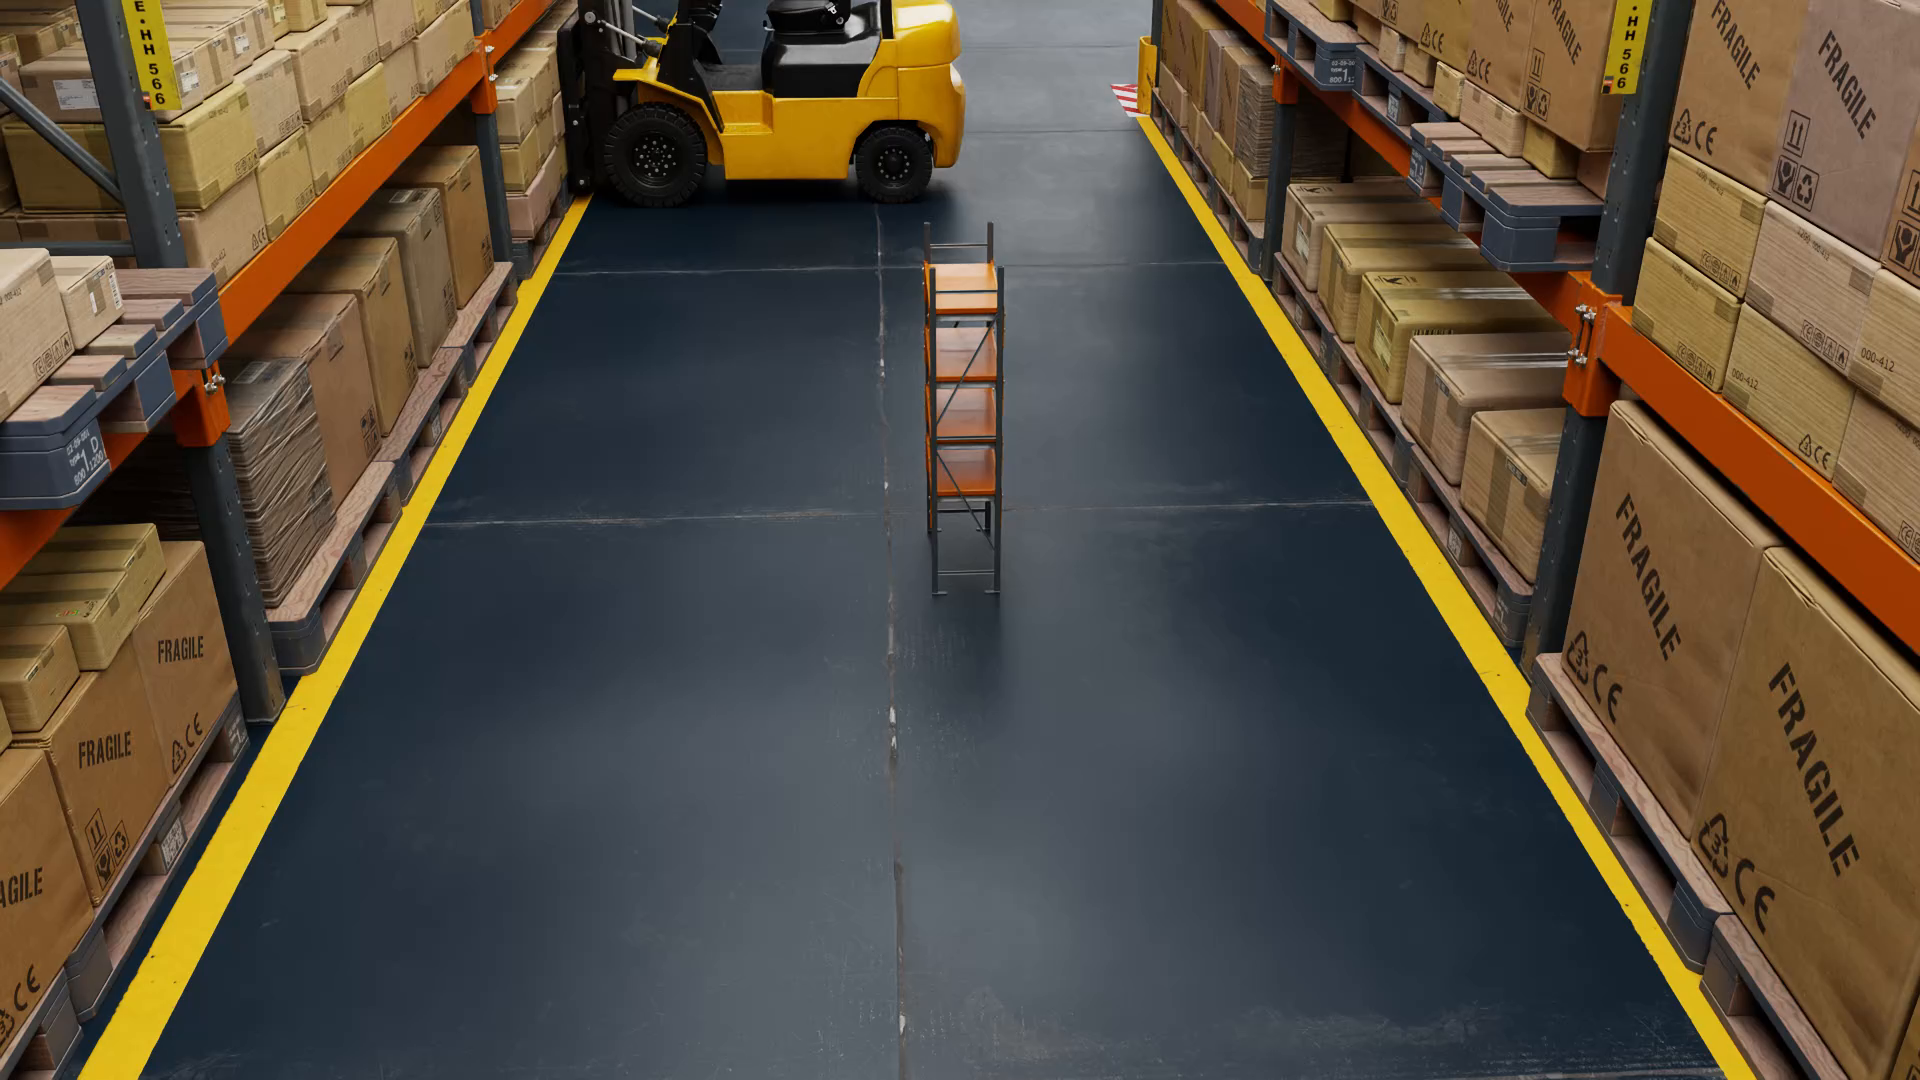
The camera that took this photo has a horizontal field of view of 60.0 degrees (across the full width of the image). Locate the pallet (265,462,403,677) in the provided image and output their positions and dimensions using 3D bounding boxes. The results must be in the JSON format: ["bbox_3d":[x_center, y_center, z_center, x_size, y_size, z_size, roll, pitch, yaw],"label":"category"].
[{"bbox_3d":[-2.629,0.082,5.864,1.003,0.211,1.213,-1,28,-3],"label":"pallet"}]

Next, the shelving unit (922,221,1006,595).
[{"bbox_3d":[0.009,-0.456,5.826,0.258,1.200,0.503,-1,28,-3],"label":"shelving unit"}]

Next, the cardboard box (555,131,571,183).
[{"bbox_3d":[-2.613,-2.290,9.916,0.500,0.250,0.500,-1,28,-2],"label":"cardboard box"}]

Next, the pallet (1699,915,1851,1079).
[{"bbox_3d":[2.358,1.270,3.587,1.003,0.211,1.213,-1,28,-3],"label":"pallet"}]

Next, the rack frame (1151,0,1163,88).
[{"bbox_3d":[1.914,-4.589,11.805,1.000,3.000,0.127,-1,28,-3],"label":"rack frame"}]

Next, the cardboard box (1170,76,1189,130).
[{"bbox_3d":[1.699,-2.941,11.164,0.500,0.250,0.500,0,28,-1],"label":"cardboard box"}]

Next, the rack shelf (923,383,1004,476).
[{"bbox_3d":[0.009,-0.396,5.857,0.258,0.148,0.480,-1,28,-3],"label":"rack shelf"}]

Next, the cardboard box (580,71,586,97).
[{"bbox_3d":[-2.642,-2.969,10.678,0.500,0.250,0.500,-2,28,-4],"label":"cardboard box"}]

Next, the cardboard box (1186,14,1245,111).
[{"bbox_3d":[1.731,-3.025,10.515,0.500,0.500,0.500,-1,28,-2],"label":"cardboard box"}]

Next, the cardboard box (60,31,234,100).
[{"bbox_3d":[-2.363,-1.382,4.847,0.380,0.149,0.250,-1,28,-2],"label":"cardboard box"}]

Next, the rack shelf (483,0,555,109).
[{"bbox_3d":[-2.938,-3.225,9.967,1.077,0.370,4.000,-1,28,-3],"label":"rack shelf"}]

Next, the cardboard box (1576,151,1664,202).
[{"bbox_3d":[2.080,-1.115,4.962,0.380,0.149,0.250,0,28,-1],"label":"cardboard box"}]

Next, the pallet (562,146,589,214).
[{"bbox_3d":[-2.900,-2.317,10.464,1.003,0.211,1.213,-1,28,-3],"label":"pallet"}]

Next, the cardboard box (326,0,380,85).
[{"bbox_3d":[-2.490,-1.848,6.171,0.500,0.250,0.500,-1,28,-2],"label":"cardboard box"}]

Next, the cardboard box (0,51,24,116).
[{"bbox_3d":[-2.844,-1.250,4.594,0.380,0.149,0.250,-1,28,-1],"label":"cardboard box"}]

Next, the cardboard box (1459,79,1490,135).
[{"bbox_3d":[1.930,-1.469,5.640,0.380,0.149,0.250,-3,28,-5],"label":"cardboard box"}]

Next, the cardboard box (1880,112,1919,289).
[{"bbox_3d":[2.160,-0.680,3.122,0.500,0.500,0.500,-1,28,-1],"label":"cardboard box"}]

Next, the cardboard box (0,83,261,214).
[{"bbox_3d":[-2.379,-1.140,4.813,0.500,0.250,0.500,-1,28,-3],"label":"cardboard box"}]

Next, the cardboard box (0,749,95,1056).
[{"bbox_3d":[-2.343,0.812,3.698,0.500,0.500,0.500,0,28,0],"label":"cardboard box"}]

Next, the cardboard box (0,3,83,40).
[{"bbox_3d":[-3.005,-1.601,5.267,0.380,0.149,0.250,-2,28,-4],"label":"cardboard box"}]

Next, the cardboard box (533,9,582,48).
[{"bbox_3d":[-2.638,-3.204,10.588,0.500,0.250,0.500,-1,28,-2],"label":"cardboard box"}]

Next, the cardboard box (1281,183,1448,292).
[{"bbox_3d":[2.153,-1.521,8.310,0.950,0.372,0.625,-1,28,-2],"label":"cardboard box"}]

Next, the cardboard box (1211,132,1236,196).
[{"bbox_3d":[1.786,-2.221,9.784,0.500,0.250,0.500,-2,28,-4],"label":"cardboard box"}]

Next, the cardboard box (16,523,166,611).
[{"bbox_3d":[-2.346,0.083,4.394,0.380,0.149,0.250,-3,28,-5],"label":"cardboard box"}]

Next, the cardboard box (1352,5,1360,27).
[{"bbox_3d":[1.932,-2.309,7.251,0.380,0.149,0.250,0,28,1],"label":"cardboard box"}]

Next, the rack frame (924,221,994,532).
[{"bbox_3d":[-0.004,-0.568,6.042,0.240,1.200,0.015,-1,28,-3],"label":"rack frame"}]

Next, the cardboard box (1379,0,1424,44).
[{"bbox_3d":[1.937,-2.184,6.310,0.500,0.500,0.500,-2,28,-5],"label":"cardboard box"}]

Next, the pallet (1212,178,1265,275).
[{"bbox_3d":[2.052,-1.815,9.501,1.003,0.211,1.213,-1,28,-3],"label":"pallet"}]

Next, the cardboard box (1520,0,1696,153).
[{"bbox_3d":[2.030,-1.460,4.922,0.500,0.500,0.500,-2,28,-4],"label":"cardboard box"}]

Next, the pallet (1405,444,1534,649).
[{"bbox_3d":[2.292,-0.019,6.058,1.003,0.211,1.213,-1,28,-3],"label":"pallet"}]

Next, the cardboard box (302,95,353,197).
[{"bbox_3d":[-2.459,-1.387,5.829,0.500,0.250,0.500,-2,28,-4],"label":"cardboard box"}]

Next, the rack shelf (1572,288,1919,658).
[{"bbox_3d":[2.436,0.348,3.117,1.077,0.370,4.000,-1,28,-3],"label":"rack shelf"}]

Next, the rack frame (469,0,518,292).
[{"bbox_3d":[-2.834,-2.620,8.030,1.000,3.000,0.127,-1,28,-3],"label":"rack frame"}]

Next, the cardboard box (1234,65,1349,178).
[{"bbox_3d":[1.824,-2.308,9.140,0.500,0.500,0.500,-2,28,-3],"label":"cardboard box"}]

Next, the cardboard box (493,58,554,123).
[{"bbox_3d":[-2.562,-2.498,9.234,0.500,0.250,0.500,-1,28,-3],"label":"cardboard box"}]

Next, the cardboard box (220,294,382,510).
[{"bbox_3d":[-2.686,-0.496,6.072,0.875,0.625,0.625,-1,28,-1],"label":"cardboard box"}]

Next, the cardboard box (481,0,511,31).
[{"bbox_3d":[-2.596,-2.876,8.412,0.500,0.500,0.500,-2,28,-4],"label":"cardboard box"}]

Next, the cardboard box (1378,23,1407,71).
[{"bbox_3d":[1.876,-1.951,6.565,0.380,0.149,0.250,0,28,-1],"label":"cardboard box"}]

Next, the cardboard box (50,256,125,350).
[{"bbox_3d":[-2.208,-0.554,3.886,0.380,0.149,0.250,-1,28,-2],"label":"cardboard box"}]

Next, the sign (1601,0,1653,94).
[{"bbox_3d":[1.790,-1.355,4.439,0.100,0.325,0.005,-1,28,-3],"label":"sign"}]

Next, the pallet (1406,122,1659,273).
[{"bbox_3d":[2.188,-1.136,5.392,1.213,0.211,1.003,-1,28,-3],"label":"pallet"}]

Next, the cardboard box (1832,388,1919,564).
[{"bbox_3d":[2.172,-0.117,3.393,0.500,0.250,0.500,0,28,-1],"label":"cardboard box"}]

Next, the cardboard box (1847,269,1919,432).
[{"bbox_3d":[2.151,-0.341,3.281,0.500,0.250,0.500,-1,28,-3],"label":"cardboard box"}]

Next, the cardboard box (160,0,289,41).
[{"bbox_3d":[-2.471,-1.736,5.526,0.380,0.149,0.250,-1,28,-2],"label":"cardboard box"}]

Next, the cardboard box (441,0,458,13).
[{"bbox_3d":[-2.553,-2.555,7.526,0.500,0.250,0.500,-2,28,-4],"label":"cardboard box"}]

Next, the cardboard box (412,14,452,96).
[{"bbox_3d":[-2.515,-2.095,7.186,0.500,0.250,0.500,-2,28,-3],"label":"cardboard box"}]

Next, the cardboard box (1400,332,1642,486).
[{"bbox_3d":[2.266,-0.517,6.386,0.950,0.372,0.625,-2,28,-4],"label":"cardboard box"}]

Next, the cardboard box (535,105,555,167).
[{"bbox_3d":[-2.579,-2.272,9.342,0.500,0.250,0.500,-2,28,-3],"label":"cardboard box"}]

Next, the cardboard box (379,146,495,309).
[{"bbox_3d":[-2.796,-1.513,8.021,0.875,0.625,0.625,0,28,0],"label":"cardboard box"}]

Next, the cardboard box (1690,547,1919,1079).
[{"bbox_3d":[2.327,0.594,3.710,0.875,0.875,0.875,-1,28,-2],"label":"cardboard box"}]

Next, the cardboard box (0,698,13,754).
[{"bbox_3d":[-2.363,0.454,3.683,0.380,0.149,0.250,-1,28,-1],"label":"cardboard box"}]
